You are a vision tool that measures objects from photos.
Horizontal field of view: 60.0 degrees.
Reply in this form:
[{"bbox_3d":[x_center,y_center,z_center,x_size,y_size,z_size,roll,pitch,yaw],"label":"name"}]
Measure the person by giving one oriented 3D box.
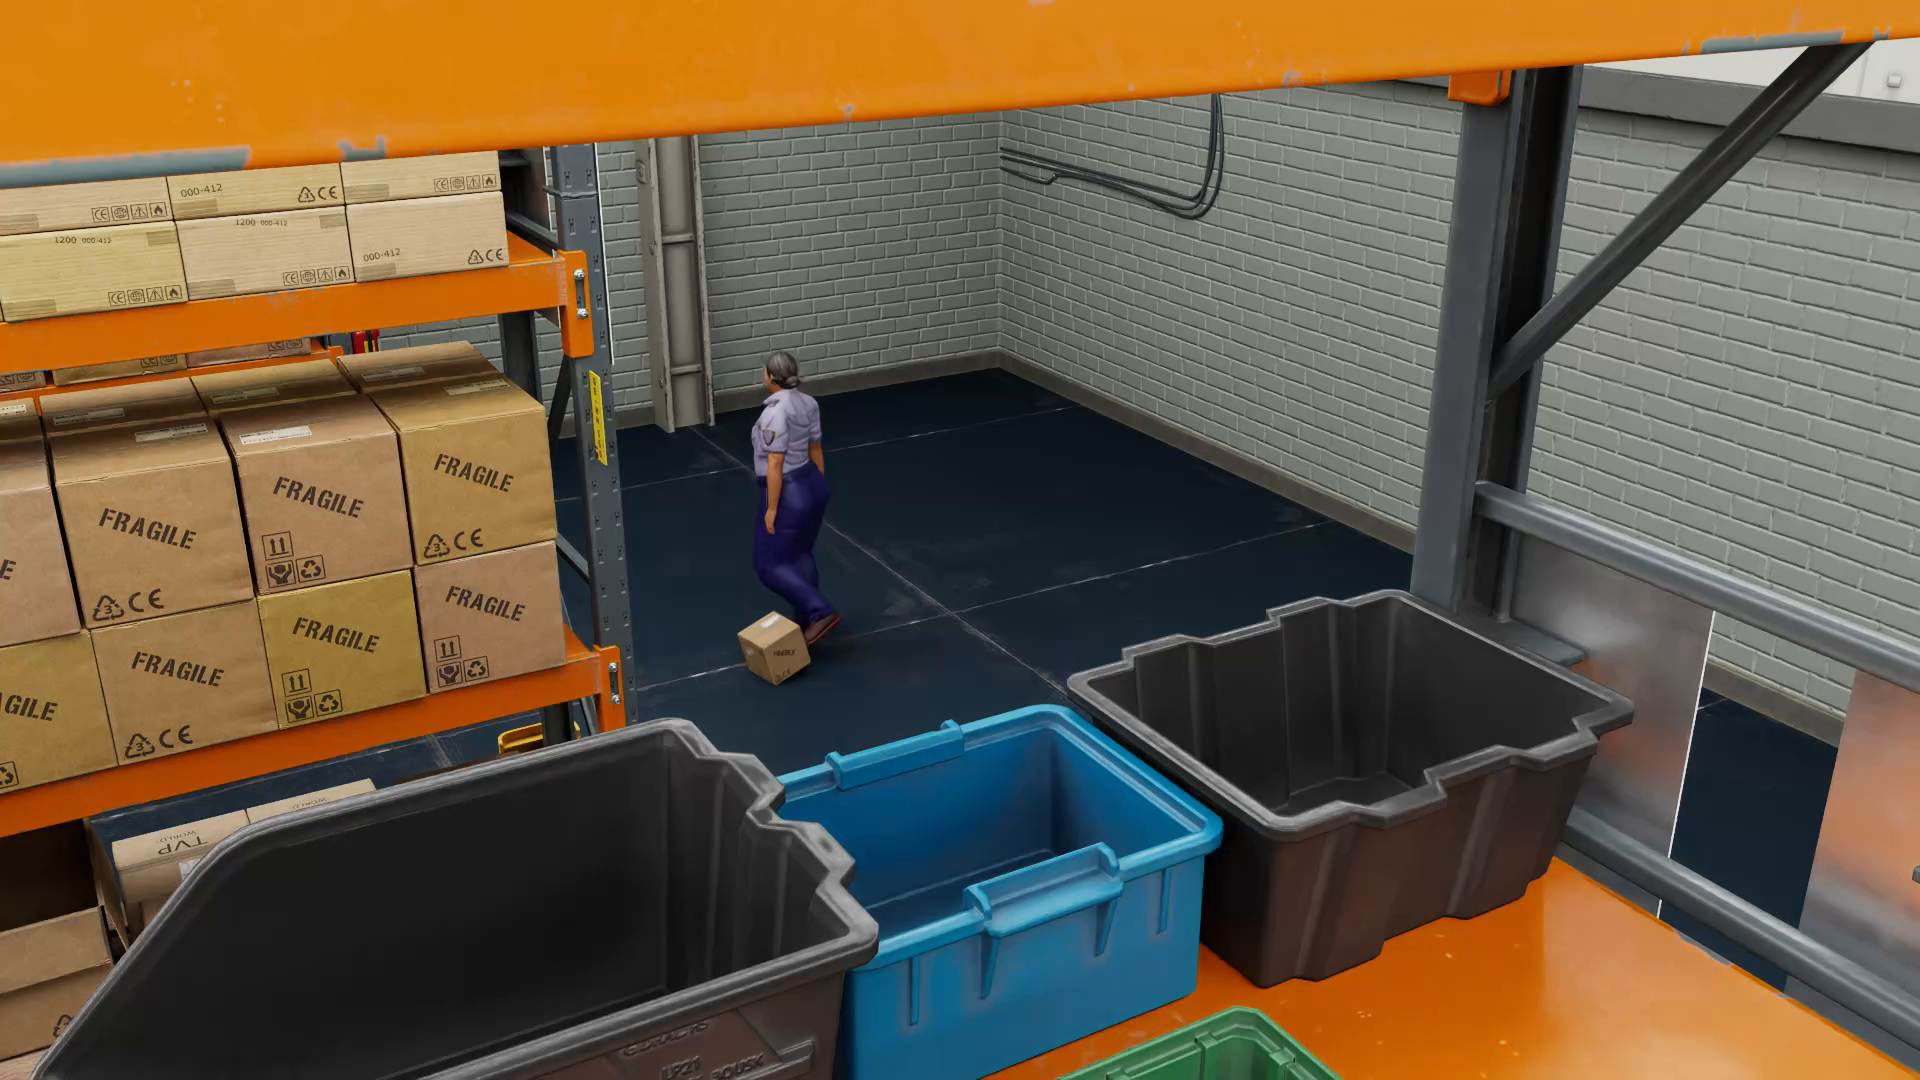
[{"bbox_3d":[-0.867,-0.205,9.123,0.542,1.642,0.562,10,24,23],"label":"person"}]
